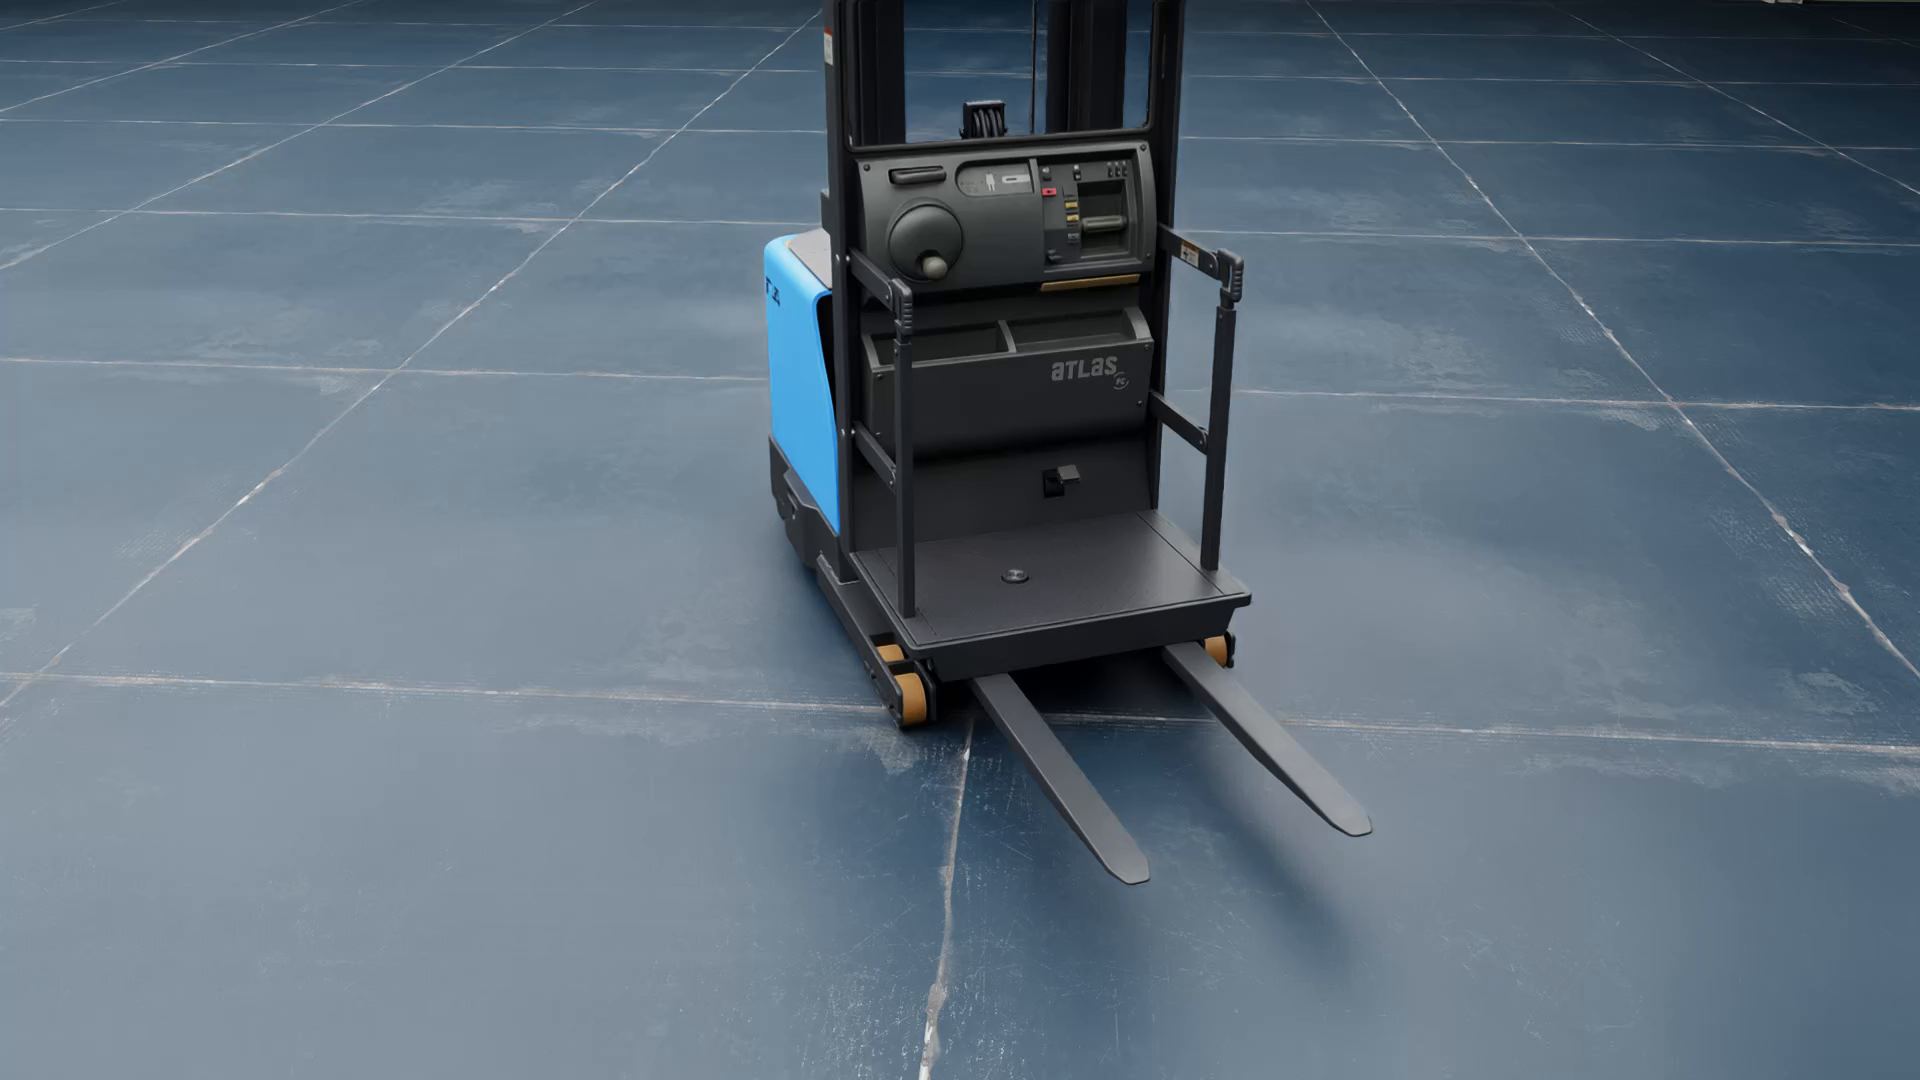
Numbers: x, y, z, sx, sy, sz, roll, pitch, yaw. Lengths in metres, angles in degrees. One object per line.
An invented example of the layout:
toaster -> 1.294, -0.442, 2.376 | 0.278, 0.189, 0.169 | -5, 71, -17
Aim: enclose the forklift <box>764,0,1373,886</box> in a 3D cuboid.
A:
forklift -> 0.224, -0.957, 4.822 | 1.130, 2.935, 3.031 | -8, 26, -17
